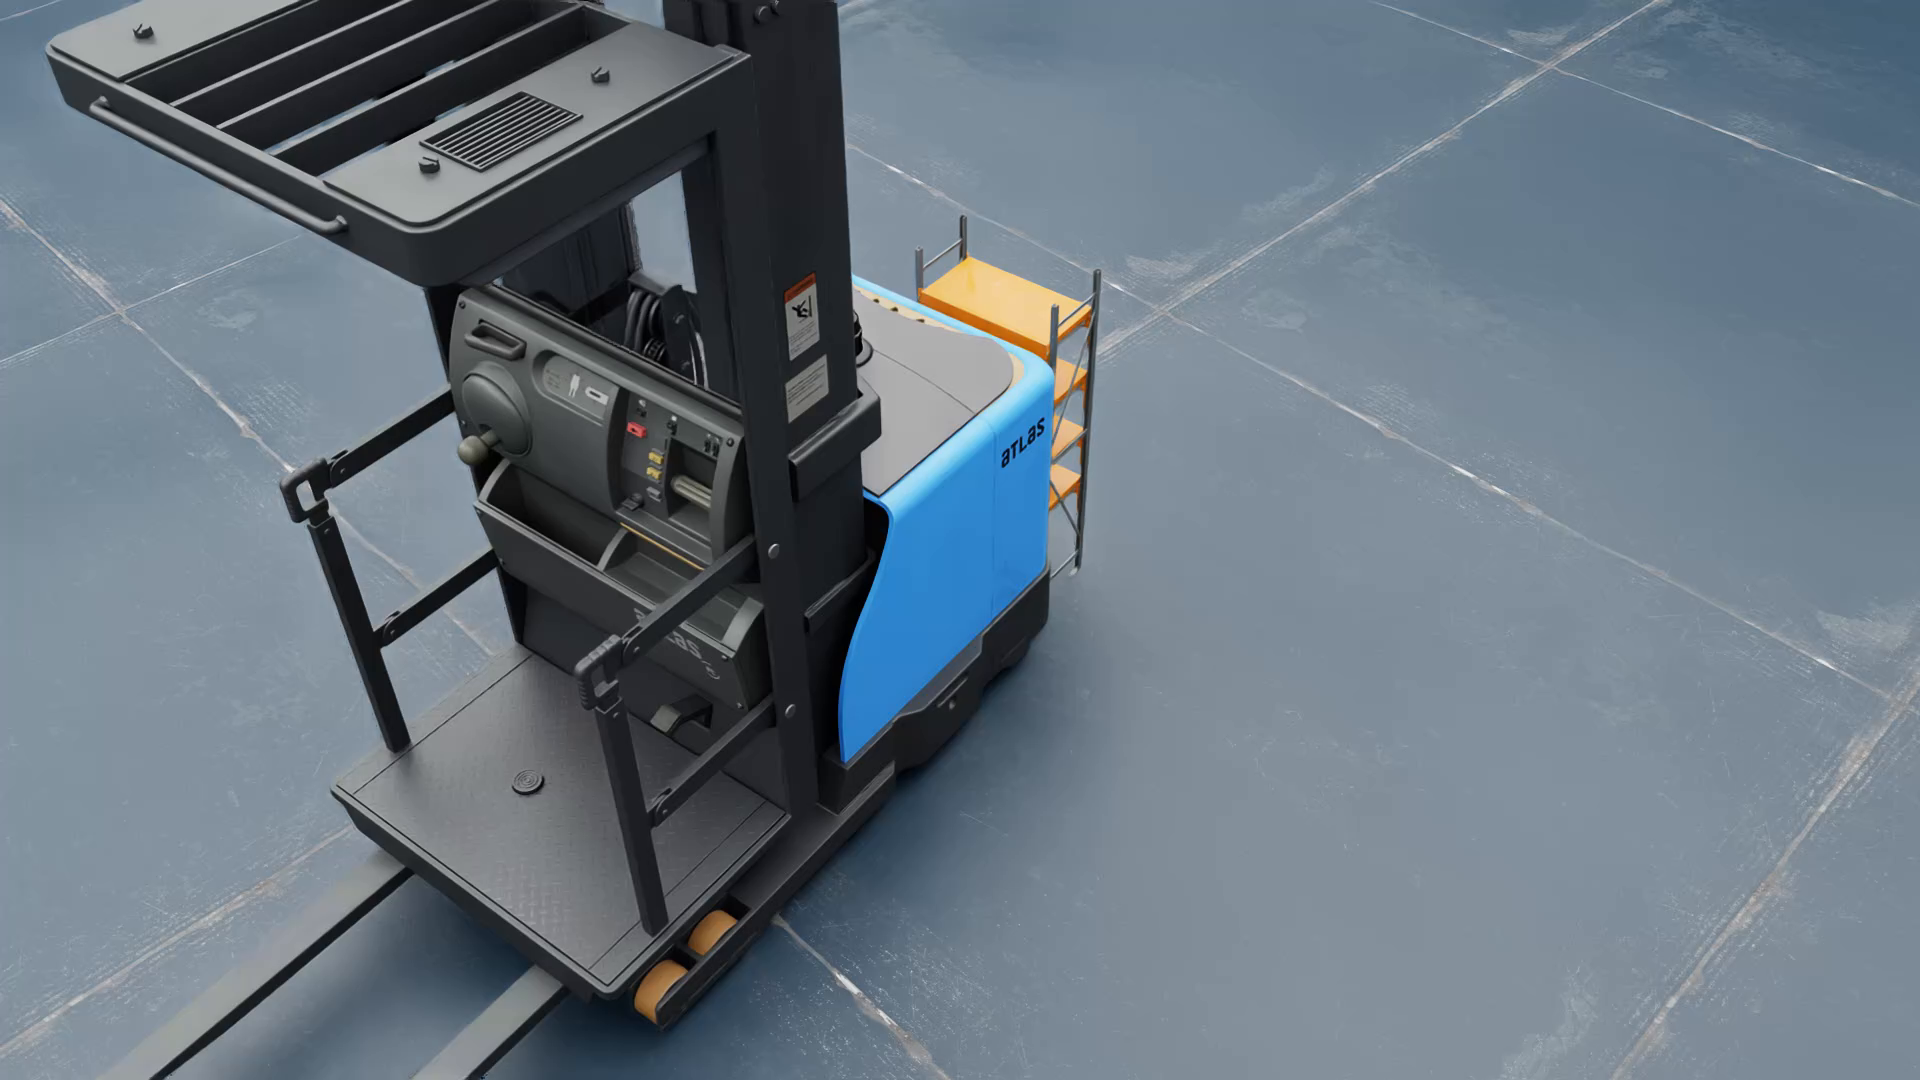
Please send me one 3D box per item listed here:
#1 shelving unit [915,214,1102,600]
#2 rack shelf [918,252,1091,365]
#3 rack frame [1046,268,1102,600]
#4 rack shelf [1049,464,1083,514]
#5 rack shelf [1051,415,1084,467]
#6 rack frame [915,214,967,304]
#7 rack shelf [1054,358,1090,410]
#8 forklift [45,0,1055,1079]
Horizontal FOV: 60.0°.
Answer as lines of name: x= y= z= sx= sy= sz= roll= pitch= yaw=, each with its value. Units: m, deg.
shelving unit: x=0.139 y=-0.383 z=5.281 sx=0.503 sy=1.200 sz=0.258 roll=27 pitch=49 yaw=26
rack shelf: x=0.139 y=-0.672 z=5.014 sx=0.480 sy=0.148 sz=0.258 roll=27 pitch=49 yaw=26
rack frame: x=0.335 y=-0.284 z=5.173 sx=0.015 sy=1.200 sz=0.240 roll=27 pitch=49 yaw=26
rack shelf: x=0.139 y=-0.188 z=5.461 sx=0.480 sy=0.148 sz=0.258 roll=27 pitch=49 yaw=26
rack shelf: x=0.139 y=-0.334 z=5.326 sx=0.480 sy=0.148 sz=0.258 roll=27 pitch=49 yaw=26
rack frame: x=-0.056 y=-0.483 z=5.388 sx=0.015 sy=1.200 sz=0.240 roll=27 pitch=49 yaw=26
rack shelf: x=0.139 y=-0.498 z=5.174 sx=0.480 sy=0.148 sz=0.258 roll=27 pitch=49 yaw=26
forklift: x=-1.000 y=-0.188 z=3.794 sx=1.130 sy=2.935 sz=3.031 roll=27 pitch=49 yaw=26
